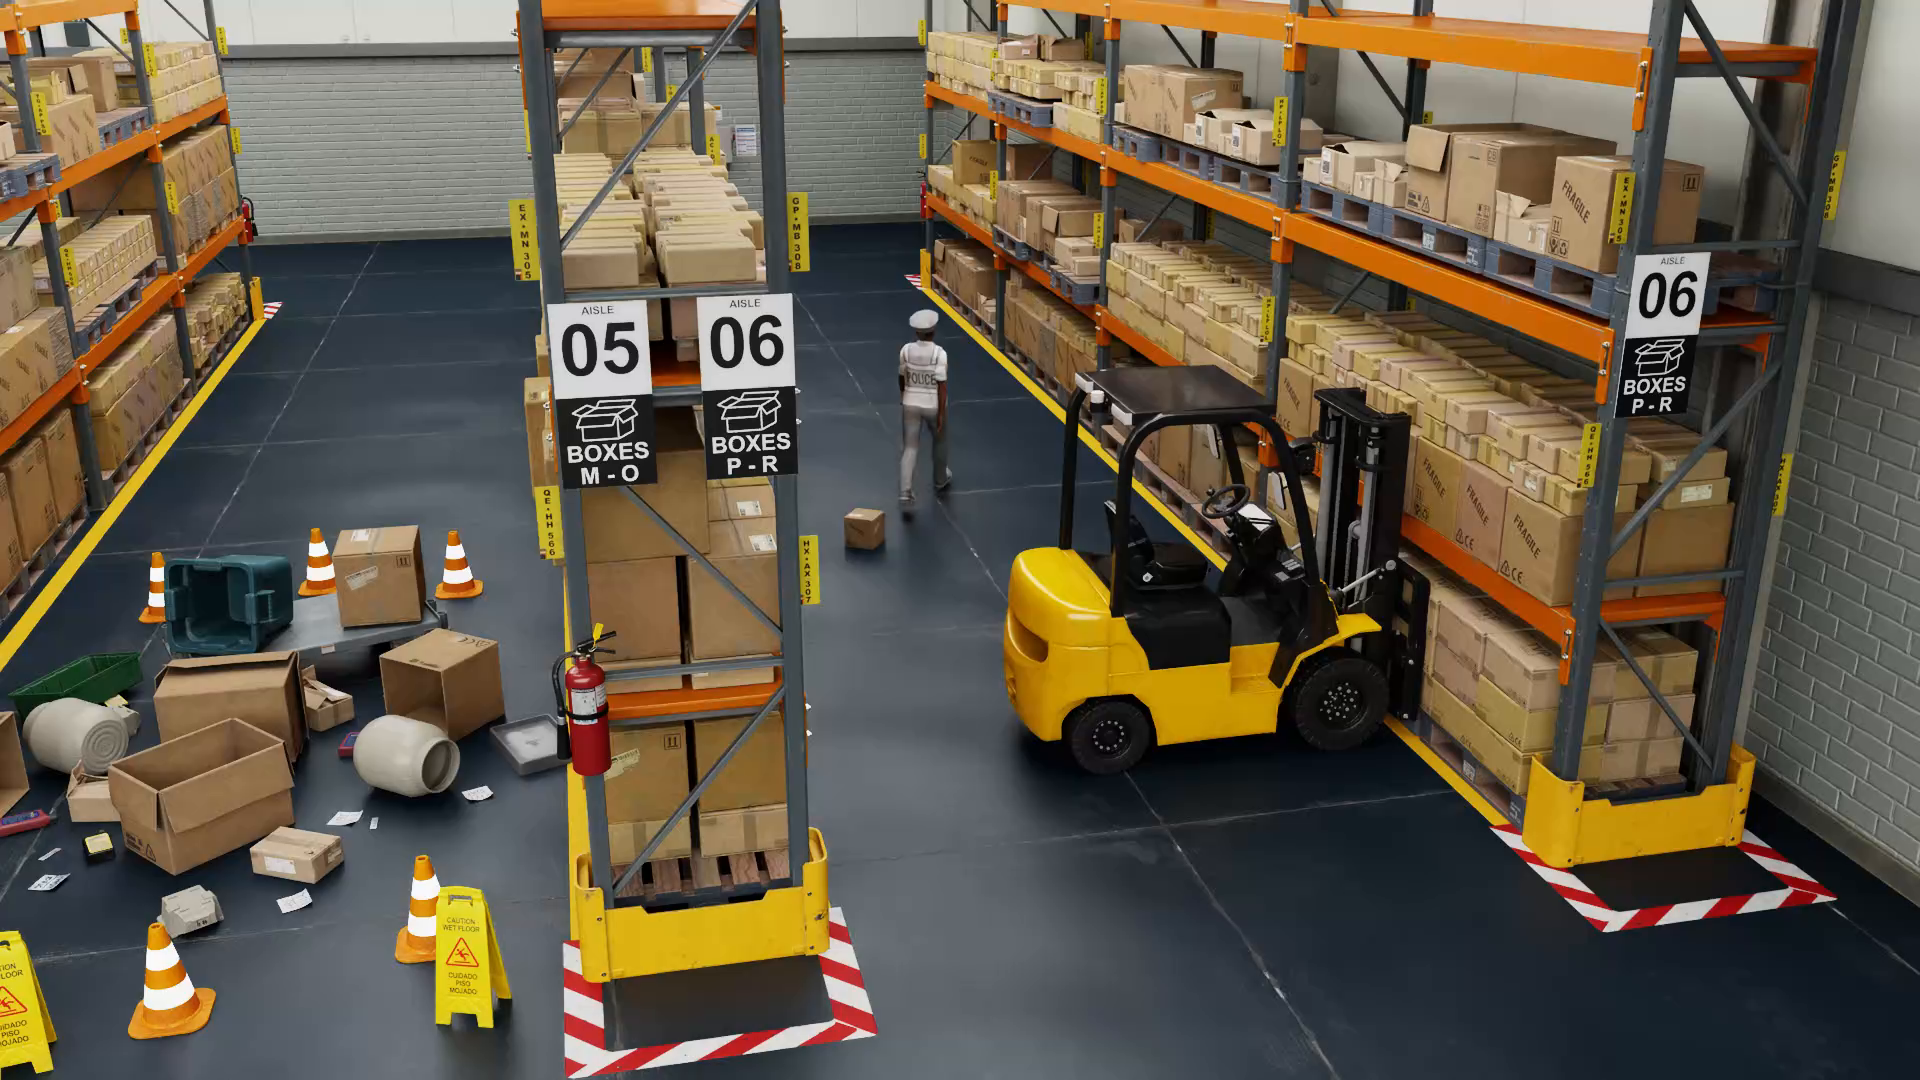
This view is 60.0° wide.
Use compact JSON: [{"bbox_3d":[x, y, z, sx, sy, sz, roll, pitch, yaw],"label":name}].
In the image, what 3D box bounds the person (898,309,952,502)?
[{"bbox_3d":[-0.313,-1.161,14.253,0.455,1.640,1.011,3,20,9],"label":"person"}]
